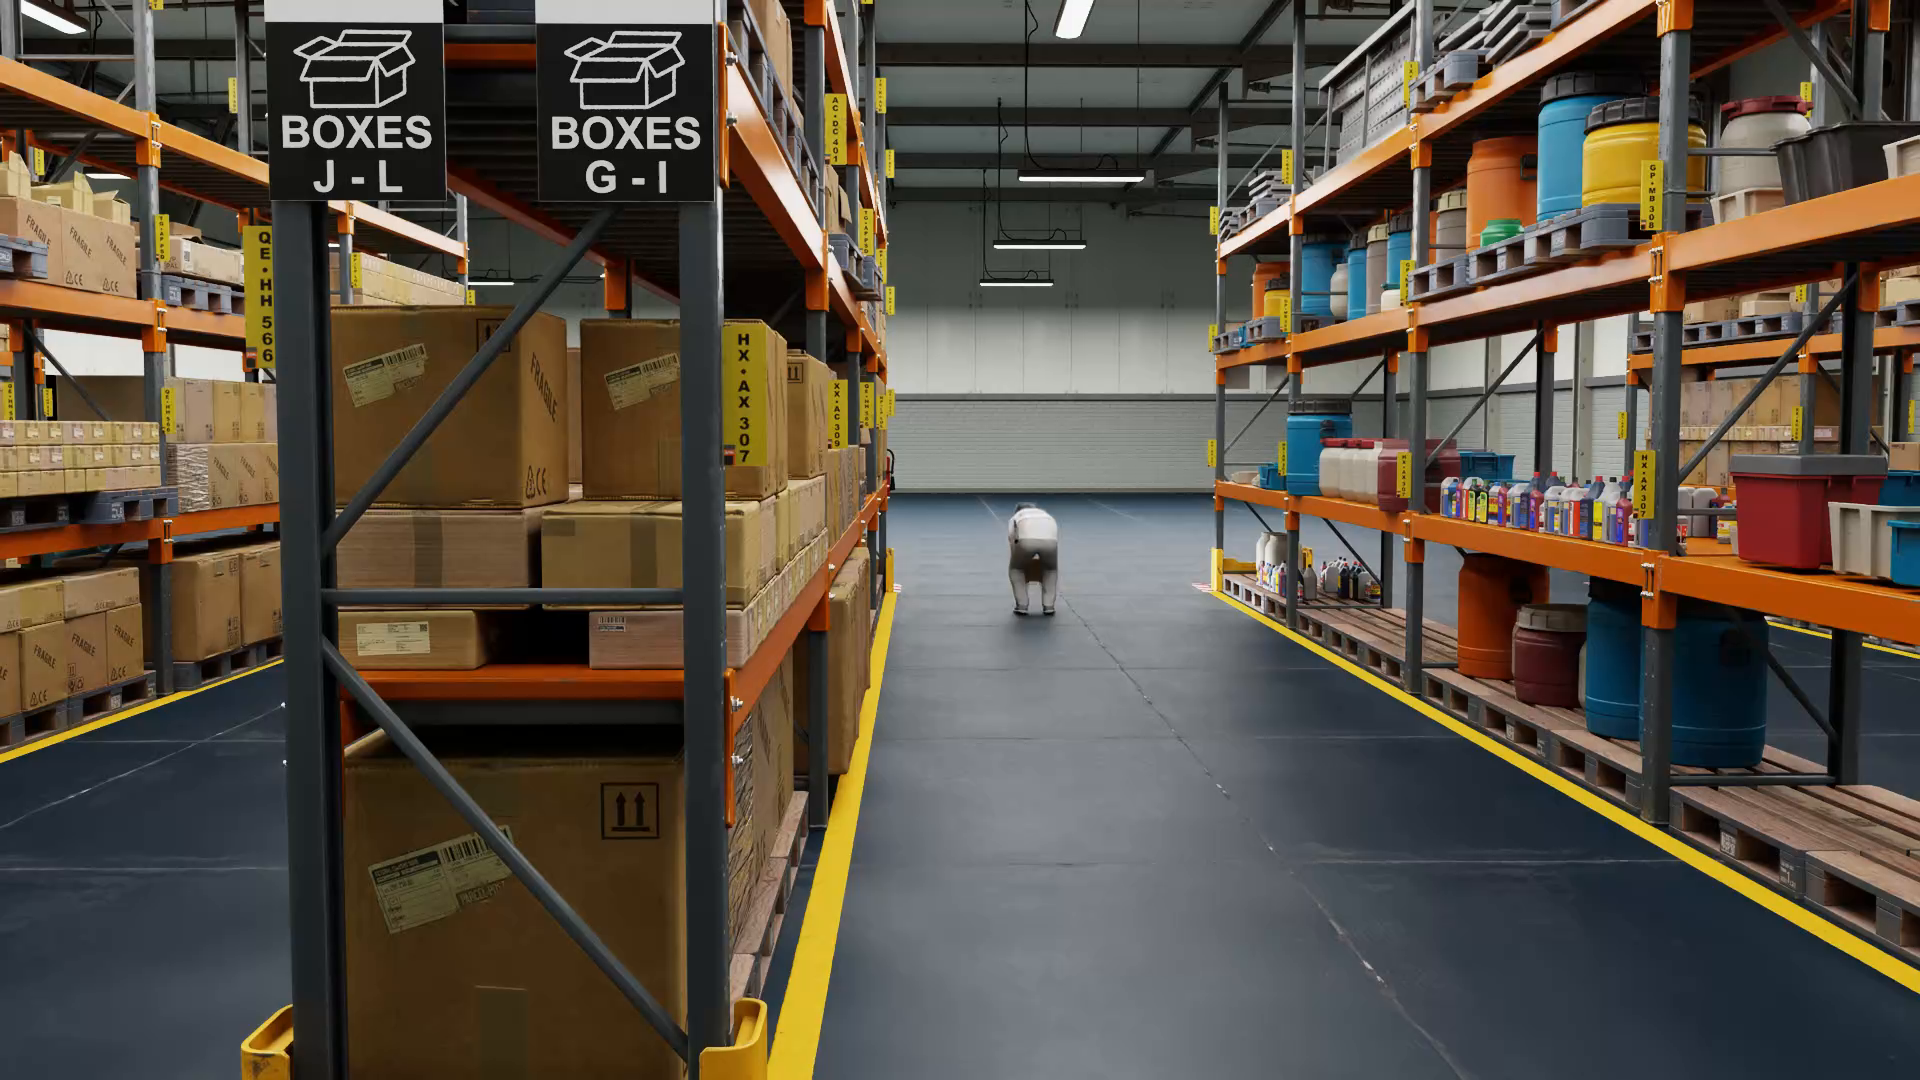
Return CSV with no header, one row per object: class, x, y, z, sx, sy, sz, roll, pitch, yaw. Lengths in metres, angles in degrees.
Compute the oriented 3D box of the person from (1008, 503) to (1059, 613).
person,0.769,0.190,17.574,0.530,1.130,1.032,0,4,-4
